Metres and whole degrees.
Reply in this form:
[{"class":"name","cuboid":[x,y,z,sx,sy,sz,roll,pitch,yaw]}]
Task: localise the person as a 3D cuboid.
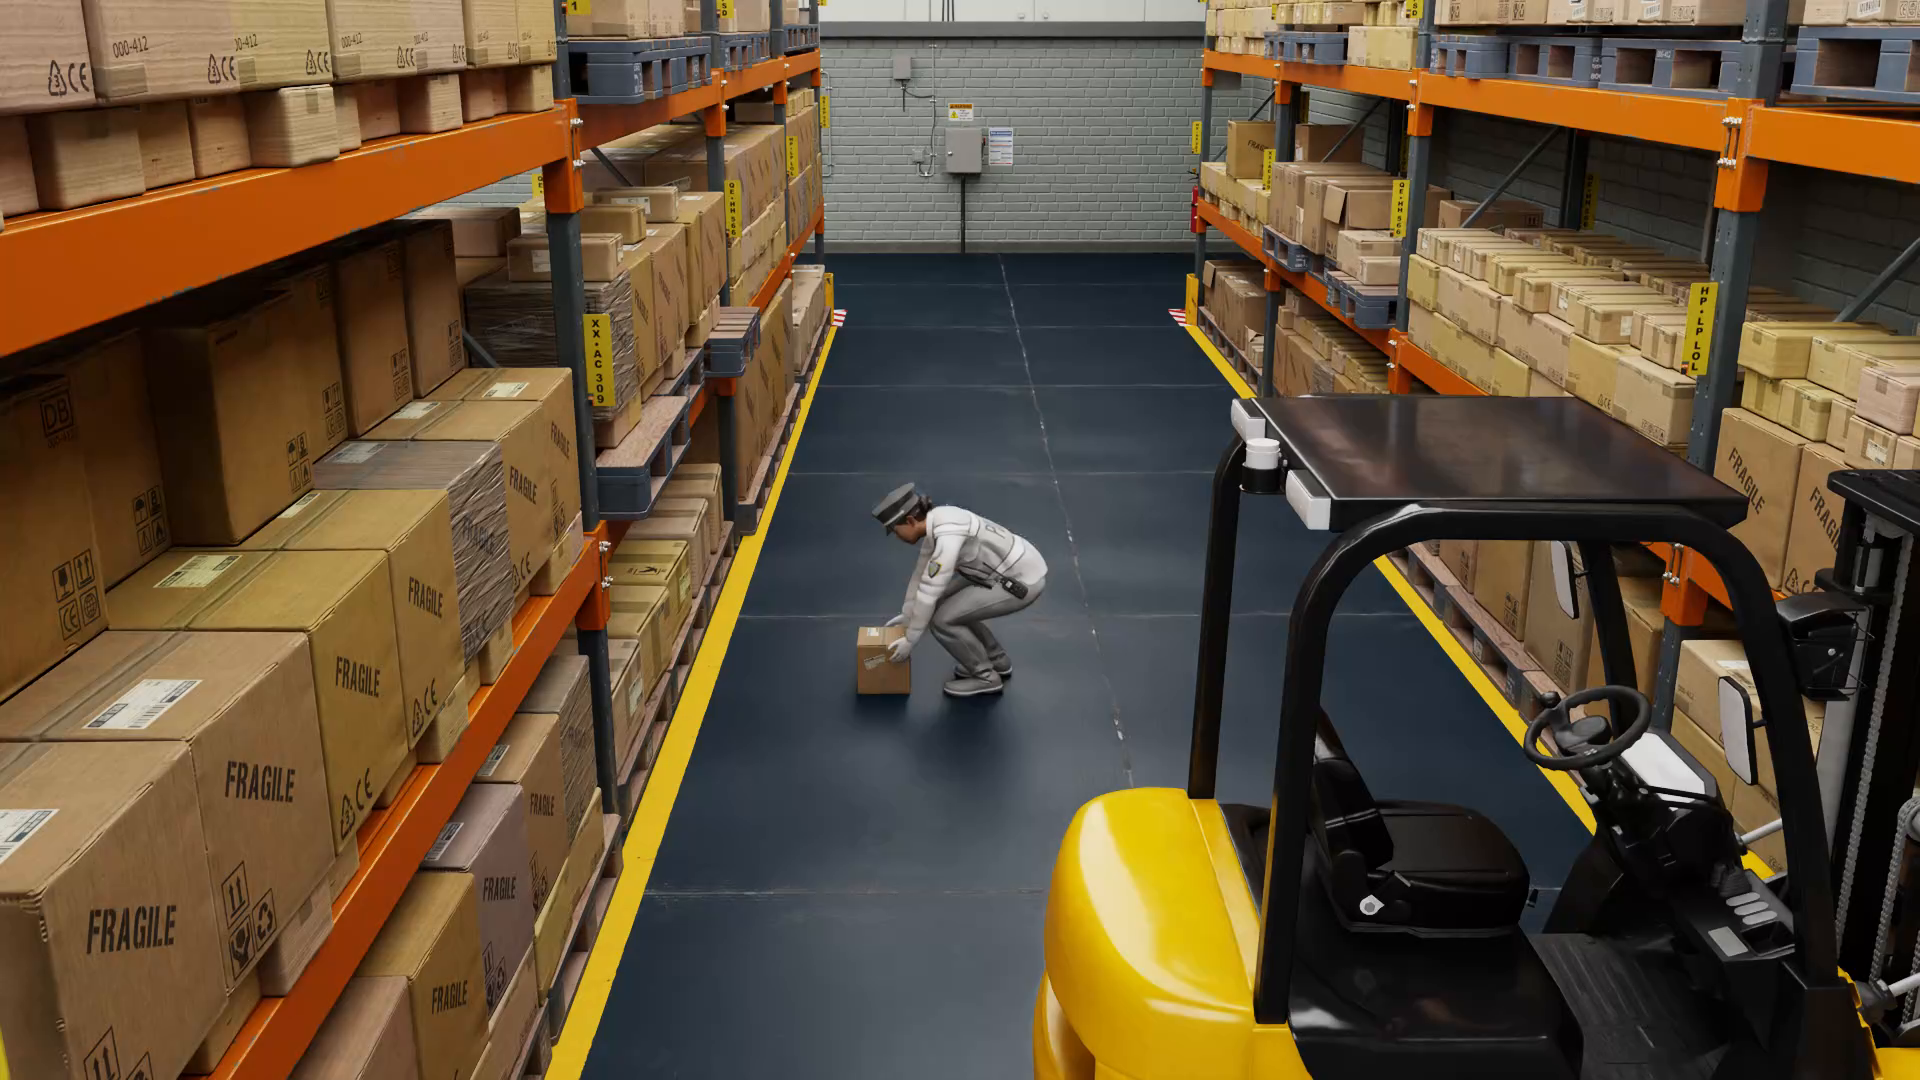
[{"class":"person","cuboid":[-0.004,0.223,7.910,0.836,1.028,0.498,0,17,-1]}]
